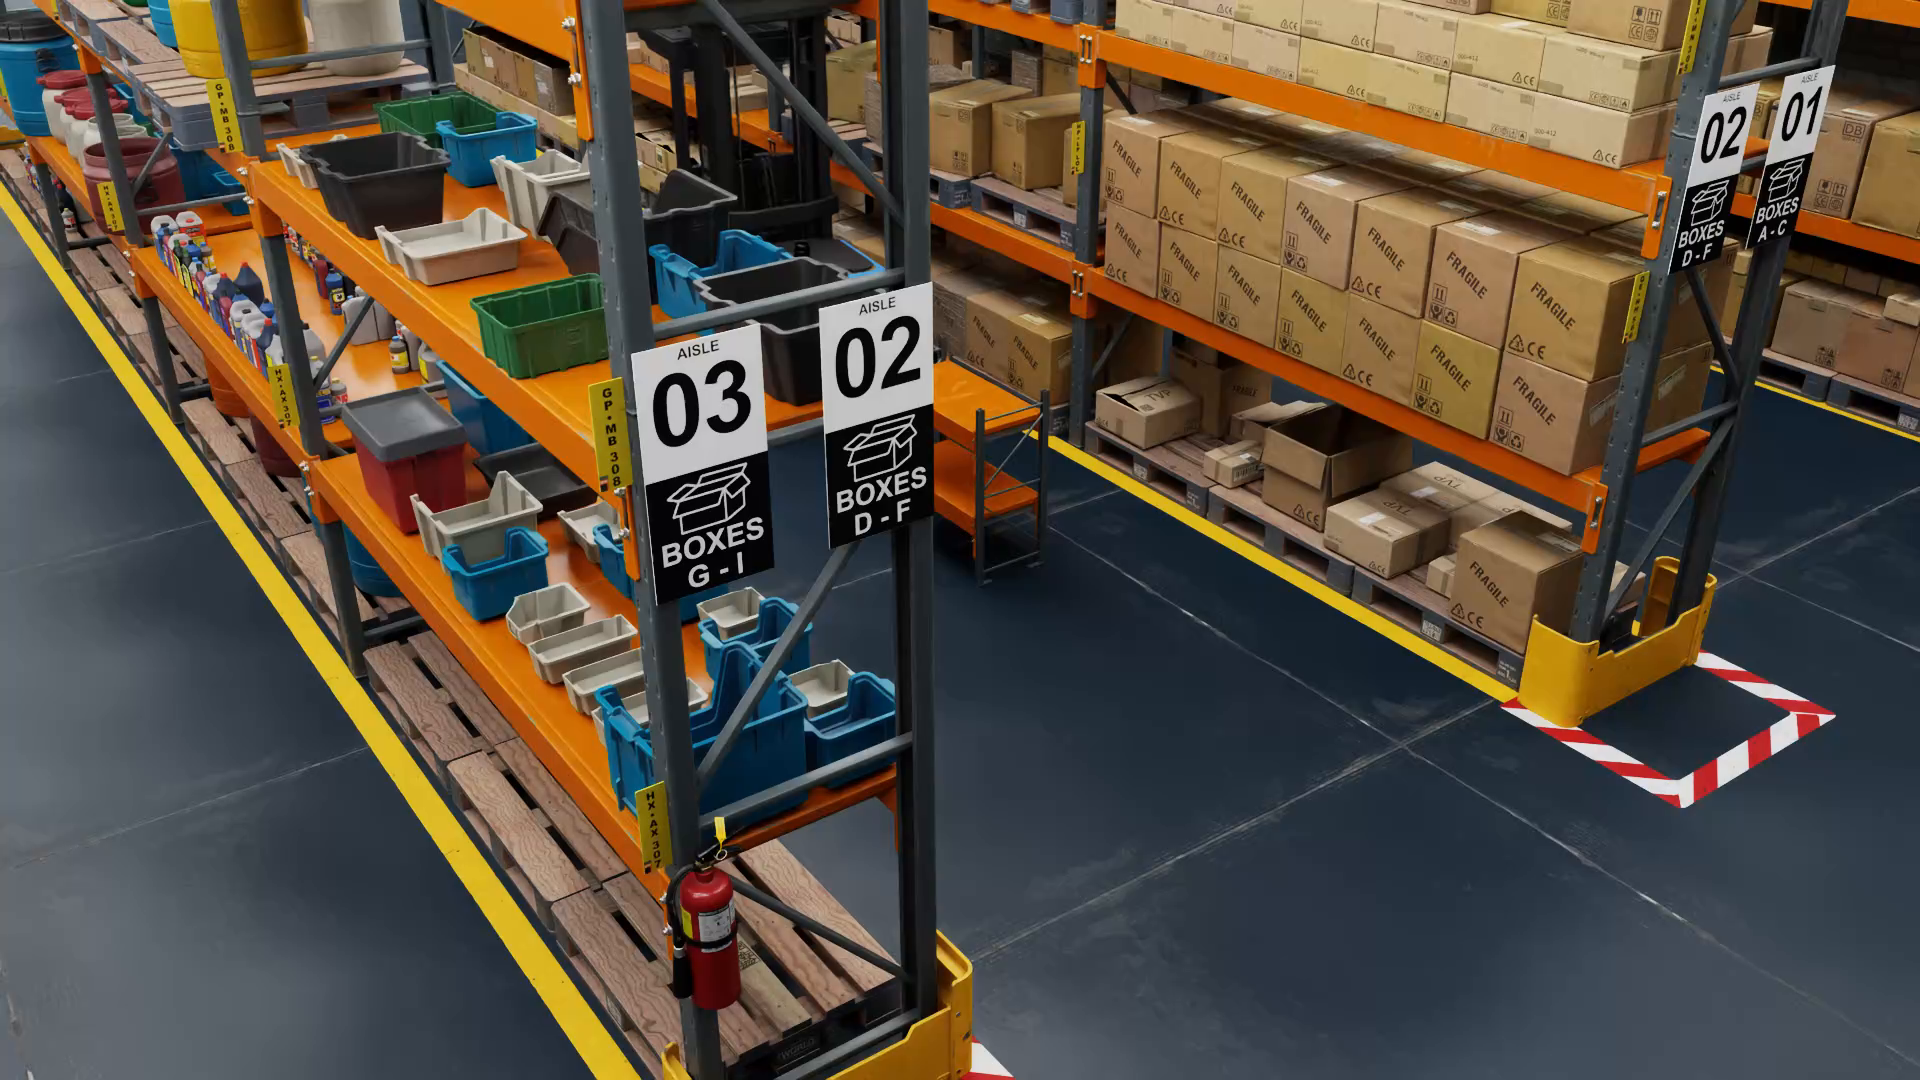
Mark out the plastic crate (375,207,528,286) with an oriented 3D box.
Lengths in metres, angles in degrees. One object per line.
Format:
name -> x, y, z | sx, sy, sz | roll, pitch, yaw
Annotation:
plastic crate -> -1.928, -1.112, 6.288 | 0.437, 0.136, 0.530 | -19, 34, -31

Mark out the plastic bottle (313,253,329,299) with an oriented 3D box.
plastic bottle -> -3.933, -1.639, 10.247 | 0.061, 0.283, 0.133 | -19, 34, -31

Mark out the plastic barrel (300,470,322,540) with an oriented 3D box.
plastic barrel -> -3.560, -0.484, 9.757 | 0.600, 0.901, 0.708 | -19, 34, -31

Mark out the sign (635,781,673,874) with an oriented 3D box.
sign -> -0.966, 0.912, 5.257 | 0.100, 0.325, 0.005 | -19, 34, -31

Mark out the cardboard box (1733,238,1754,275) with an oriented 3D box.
cardboard box -> 5.925, -2.138, 12.544 | 0.380, 0.149, 0.250 | -20, 34, -32

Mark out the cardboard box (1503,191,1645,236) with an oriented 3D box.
cardboard box -> 3.157, -1.475, 8.670 | 0.500, 0.500, 0.500 | -18, 33, -30

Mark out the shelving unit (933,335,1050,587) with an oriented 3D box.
shelving unit -> 0.004, -0.492, 9.977 | 0.538, 1.125, 1.048 | -19, 34, -31

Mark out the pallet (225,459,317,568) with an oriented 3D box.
pallet -> -3.973, -0.291, 10.565 | 1.003, 0.211, 1.213 | -19, 34, -31

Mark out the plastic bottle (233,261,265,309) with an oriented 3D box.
plastic bottle -> -4.241, -1.498, 9.917 | 0.144, 0.351, 0.185 | -19, 34, -31

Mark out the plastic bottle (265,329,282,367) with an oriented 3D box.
plastic bottle -> -3.648, -0.975, 8.954 | 0.144, 0.351, 0.185 | -19, 34, -31

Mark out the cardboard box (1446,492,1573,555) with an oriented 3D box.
cardboard box -> 3.135, -0.014, 9.553 | 0.500, 0.250, 0.500 | -19, 34, -31

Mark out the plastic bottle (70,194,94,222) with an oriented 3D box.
plastic bottle -> -7.979, -3.080, 15.093 | 0.144, 0.351, 0.185 | -19, 34, -31

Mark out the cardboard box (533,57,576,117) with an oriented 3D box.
cardboard box -> -4.179, -4.833, 17.662 | 0.500, 0.500, 0.500 | -19, 34, -31

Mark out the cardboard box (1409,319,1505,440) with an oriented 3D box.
cardboard box -> 2.724, -0.888, 8.638 | 0.500, 0.500, 0.500 | -18, 34, -30

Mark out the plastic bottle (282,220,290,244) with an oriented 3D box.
plastic bottle -> -4.534, -2.109, 11.198 | 0.097, 0.201, 0.097 | 0, 29, 0

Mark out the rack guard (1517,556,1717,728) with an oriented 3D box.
rack guard -> 3.465, 0.524, 8.761 | 1.175, 0.500, 0.348 | -19, 34, -31

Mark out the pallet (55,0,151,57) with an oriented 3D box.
pallet -> -4.804, -3.196, 10.047 | 1.003, 0.211, 1.213 | -19, 34, -31

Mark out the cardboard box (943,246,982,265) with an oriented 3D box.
cardboard box -> 0.212, -2.048, 13.036 | 0.500, 0.500, 0.500 | -20, 34, -32

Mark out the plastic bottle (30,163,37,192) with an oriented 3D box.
plastic bottle -> -8.812, -3.465, 15.886 | 0.097, 0.271, 0.097 | 0, 29, 0

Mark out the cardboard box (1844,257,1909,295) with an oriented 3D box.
cardboard box -> 6.703, -1.933, 12.166 | 0.380, 0.149, 0.250 | -18, 33, -30

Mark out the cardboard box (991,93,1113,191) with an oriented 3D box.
cardboard box -> 0.646, -2.824, 11.763 | 0.700, 0.500, 0.500 | -13, 31, -23

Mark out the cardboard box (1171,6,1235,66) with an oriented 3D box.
cardboard box -> 1.556, -2.899, 9.459 | 0.500, 0.250, 0.500 | -19, 34, -31

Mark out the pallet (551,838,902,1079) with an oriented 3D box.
pallet -> -0.974, 1.719, 6.864 | 1.003, 0.211, 1.213 | -19, 34, -31

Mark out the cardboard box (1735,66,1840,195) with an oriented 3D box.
cardboard box -> 5.943, -3.104, 12.508 | 0.980, 0.700, 0.700 | -20, 34, -32

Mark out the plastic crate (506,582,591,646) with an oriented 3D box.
plastic crate -> -1.673, 0.319, 6.732 | 0.298, 0.136, 0.250 | -19, 34, -31

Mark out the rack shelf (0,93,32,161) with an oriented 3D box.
rack shelf -> -8.648, -4.302, 15.781 | 1.077, 0.370, 4.000 | -19, 34, -31

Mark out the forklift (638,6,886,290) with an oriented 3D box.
forklift -> -1.613, -2.715, 12.178 | 1.130, 2.935, 3.031 | -14, 32, -24

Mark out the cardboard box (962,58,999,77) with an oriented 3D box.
cardboard box -> 0.247, -5.731, 20.167 | 0.380, 0.166, 0.250 | -24, 37, -37

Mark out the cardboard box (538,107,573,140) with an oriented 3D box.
cardboard box -> -4.180, -4.503, 17.840 | 0.500, 0.250, 0.500 | -19, 34, -31

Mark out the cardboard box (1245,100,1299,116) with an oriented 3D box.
cardboard box -> 3.222, -3.945, 16.184 | 0.750, 0.750, 0.750 | -19, 34, -31

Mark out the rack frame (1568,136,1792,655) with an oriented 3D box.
rack frame -> 3.510, -0.545, 8.110 | 1.000, 3.000, 0.127 | -19, 34, -31

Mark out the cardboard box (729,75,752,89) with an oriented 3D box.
cardboard box -> -1.917, -4.025, 14.781 | 0.380, 0.149, 0.250 | -16, 32, -27

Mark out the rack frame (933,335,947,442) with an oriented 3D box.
rack frame -> -0.291, -0.689, 10.341 | 0.500, 1.125, 0.032 | -19, 34, -31

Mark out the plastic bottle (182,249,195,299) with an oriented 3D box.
plastic bottle -> -4.738, -1.642, 10.253 | 0.061, 0.283, 0.133 | -19, 34, -31

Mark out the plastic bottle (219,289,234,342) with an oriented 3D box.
plastic bottle -> -4.228, -1.301, 9.624 | 0.061, 0.283, 0.133 | -19, 34, -31

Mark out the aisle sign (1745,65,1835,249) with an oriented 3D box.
aisle sign -> 3.788, -1.742, 7.591 | 0.394, 0.787, 0.004 | -19, 34, -31

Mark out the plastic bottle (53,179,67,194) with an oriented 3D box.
plastic bottle -> -8.208, -3.115, 15.157 | 0.144, 0.351, 0.185 | -21, 35, -33

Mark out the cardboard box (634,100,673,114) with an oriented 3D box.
cardboard box -> -2.983, -4.355, 16.979 | 0.500, 0.311, 0.500 | -19, 34, -31

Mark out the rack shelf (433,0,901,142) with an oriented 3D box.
rack shelf -> -1.688, -2.097, 5.855 | 1.077, 0.370, 4.000 | -19, 34, -31

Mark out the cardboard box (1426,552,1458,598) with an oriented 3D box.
cardboard box -> 2.832, 0.181, 9.281 | 0.380, 0.166, 0.250 | -19, 34, -31

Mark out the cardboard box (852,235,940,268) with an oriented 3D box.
cardboard box -> -0.505, -2.095, 13.124 | 0.500, 0.500, 0.500 | -19, 34, -31

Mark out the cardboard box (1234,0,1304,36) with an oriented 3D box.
cardboard box -> 1.841, -2.923, 8.979 | 0.500, 0.250, 0.500 | -19, 34, -31

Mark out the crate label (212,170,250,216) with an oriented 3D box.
crate label -> -5.107, -2.479, 11.847 | 0.303, 0.233, 0.416 | -19, 34, -31

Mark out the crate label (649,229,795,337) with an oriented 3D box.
crate label -> -0.800, -0.876, 5.733 | 0.408, 0.251, 0.502 | -19, 34, -31

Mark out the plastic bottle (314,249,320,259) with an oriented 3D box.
plastic bottle -> -4.061, -1.792, 10.615 | 0.097, 0.201, 0.097 | 0, 29, 0

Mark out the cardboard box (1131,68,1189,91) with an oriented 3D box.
cardboard box -> 2.162, -4.957, 17.606 | 0.500, 0.250, 0.500 | -18, 33, -30

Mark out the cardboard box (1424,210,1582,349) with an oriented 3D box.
cardboard box -> 2.734, -1.321, 8.388 | 0.500, 0.500, 0.500 | -18, 33, -29

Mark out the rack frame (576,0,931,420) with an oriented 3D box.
rack frame -> -0.528, -1.811, 4.156 | 1.000, 3.000, 0.127 | -19, 34, -31

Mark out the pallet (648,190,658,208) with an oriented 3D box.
pallet -> -2.280, -3.234, 15.984 | 1.003, 0.211, 1.213 | -19, 34, -31

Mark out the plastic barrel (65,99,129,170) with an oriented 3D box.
plastic barrel -> -6.435, -3.014, 12.514 | 0.433, 0.535, 0.433 | 0, 29, 0

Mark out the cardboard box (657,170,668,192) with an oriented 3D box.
cardboard box -> -2.527, -3.363, 15.741 | 0.500, 0.250, 0.500 | -18, 33, -30

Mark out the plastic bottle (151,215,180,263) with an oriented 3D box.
plastic bottle -> -5.180, -1.973, 10.870 | 0.152, 0.276, 0.135 | -19, 34, -31

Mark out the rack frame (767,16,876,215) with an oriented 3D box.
rack frame -> -1.131, -3.655, 13.837 | 1.000, 3.000, 0.127 | -19, 34, -31

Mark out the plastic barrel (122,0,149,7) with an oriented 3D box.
plastic barrel -> -4.741, -3.244, 9.660 | 0.294, 0.245, 0.294 | 0, 29, 0

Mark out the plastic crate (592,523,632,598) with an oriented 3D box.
plastic crate -> -1.340, 0.056, 7.116 | 0.416, 0.233, 0.300 | -19, 34, -31

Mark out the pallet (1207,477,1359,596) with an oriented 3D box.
pallet -> 2.299, -0.133, 10.273 | 1.003, 0.211, 1.213 | -19, 34, -31
